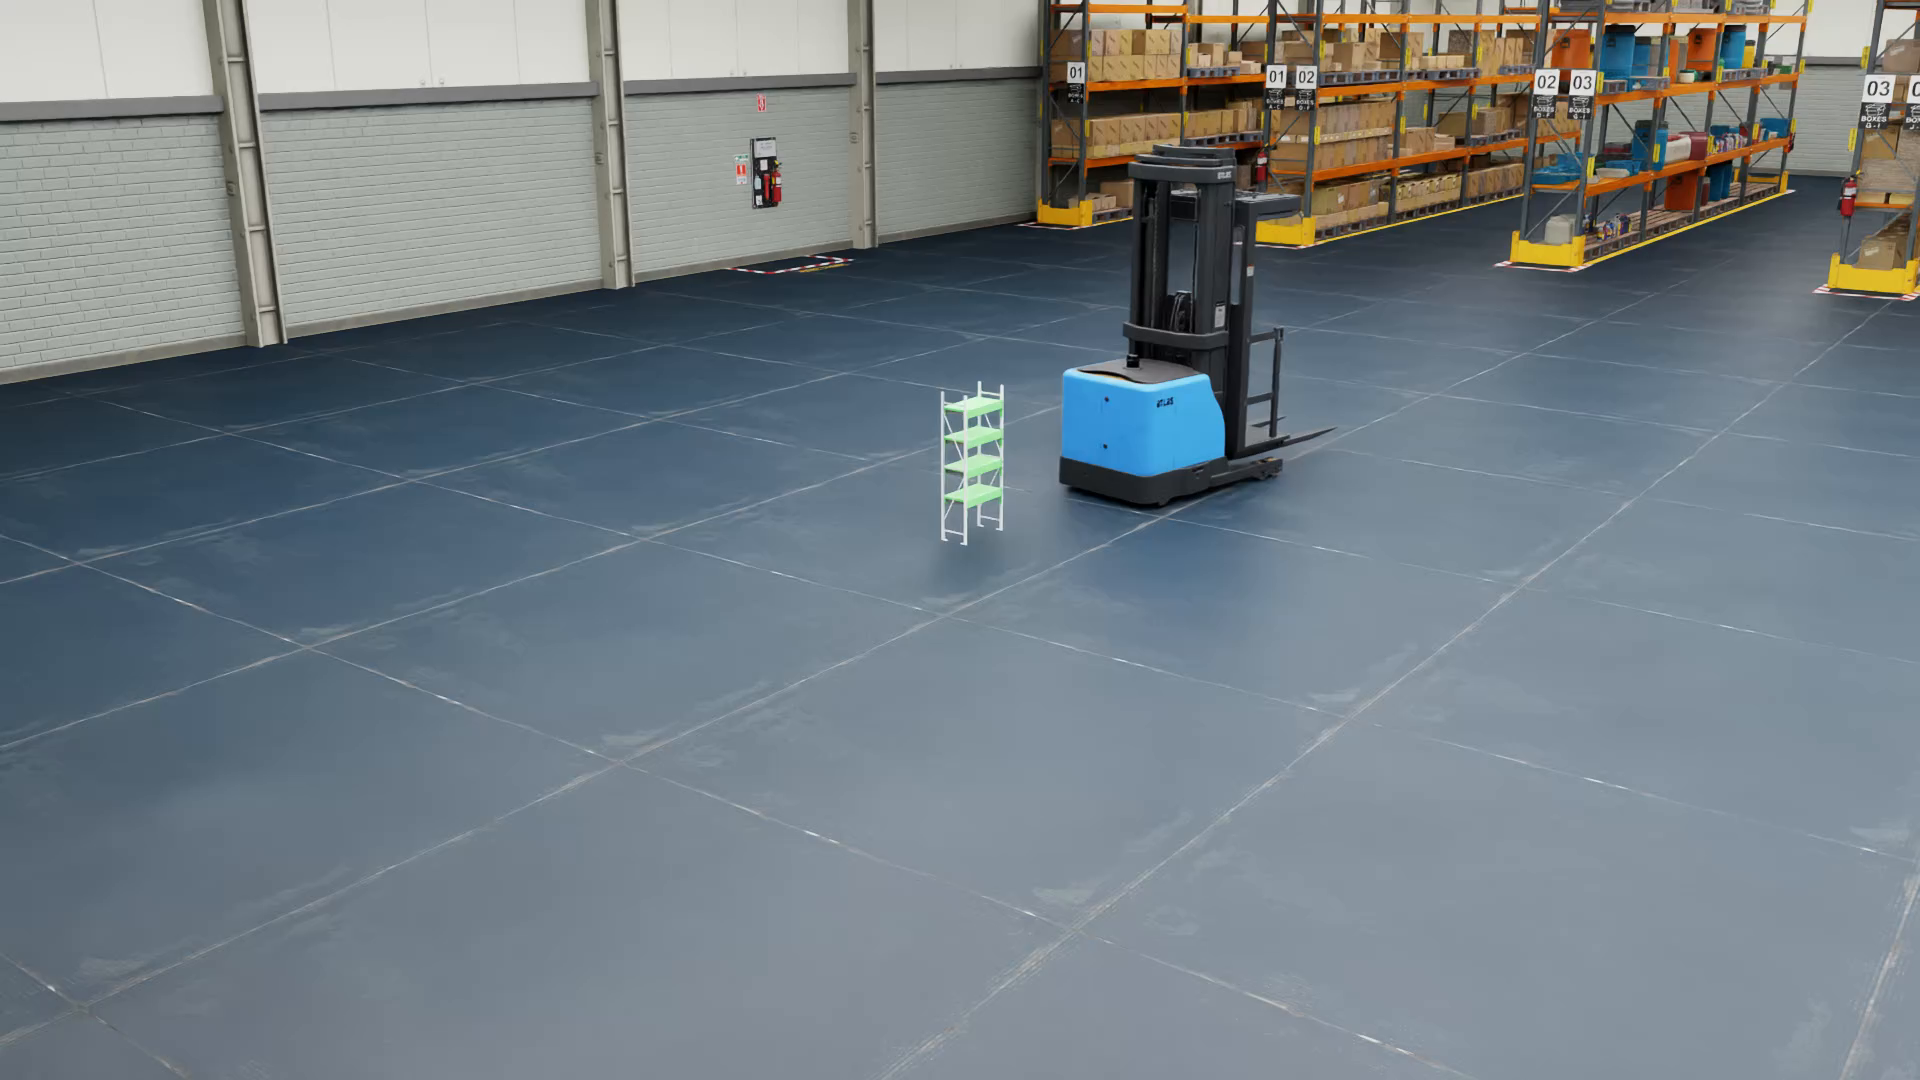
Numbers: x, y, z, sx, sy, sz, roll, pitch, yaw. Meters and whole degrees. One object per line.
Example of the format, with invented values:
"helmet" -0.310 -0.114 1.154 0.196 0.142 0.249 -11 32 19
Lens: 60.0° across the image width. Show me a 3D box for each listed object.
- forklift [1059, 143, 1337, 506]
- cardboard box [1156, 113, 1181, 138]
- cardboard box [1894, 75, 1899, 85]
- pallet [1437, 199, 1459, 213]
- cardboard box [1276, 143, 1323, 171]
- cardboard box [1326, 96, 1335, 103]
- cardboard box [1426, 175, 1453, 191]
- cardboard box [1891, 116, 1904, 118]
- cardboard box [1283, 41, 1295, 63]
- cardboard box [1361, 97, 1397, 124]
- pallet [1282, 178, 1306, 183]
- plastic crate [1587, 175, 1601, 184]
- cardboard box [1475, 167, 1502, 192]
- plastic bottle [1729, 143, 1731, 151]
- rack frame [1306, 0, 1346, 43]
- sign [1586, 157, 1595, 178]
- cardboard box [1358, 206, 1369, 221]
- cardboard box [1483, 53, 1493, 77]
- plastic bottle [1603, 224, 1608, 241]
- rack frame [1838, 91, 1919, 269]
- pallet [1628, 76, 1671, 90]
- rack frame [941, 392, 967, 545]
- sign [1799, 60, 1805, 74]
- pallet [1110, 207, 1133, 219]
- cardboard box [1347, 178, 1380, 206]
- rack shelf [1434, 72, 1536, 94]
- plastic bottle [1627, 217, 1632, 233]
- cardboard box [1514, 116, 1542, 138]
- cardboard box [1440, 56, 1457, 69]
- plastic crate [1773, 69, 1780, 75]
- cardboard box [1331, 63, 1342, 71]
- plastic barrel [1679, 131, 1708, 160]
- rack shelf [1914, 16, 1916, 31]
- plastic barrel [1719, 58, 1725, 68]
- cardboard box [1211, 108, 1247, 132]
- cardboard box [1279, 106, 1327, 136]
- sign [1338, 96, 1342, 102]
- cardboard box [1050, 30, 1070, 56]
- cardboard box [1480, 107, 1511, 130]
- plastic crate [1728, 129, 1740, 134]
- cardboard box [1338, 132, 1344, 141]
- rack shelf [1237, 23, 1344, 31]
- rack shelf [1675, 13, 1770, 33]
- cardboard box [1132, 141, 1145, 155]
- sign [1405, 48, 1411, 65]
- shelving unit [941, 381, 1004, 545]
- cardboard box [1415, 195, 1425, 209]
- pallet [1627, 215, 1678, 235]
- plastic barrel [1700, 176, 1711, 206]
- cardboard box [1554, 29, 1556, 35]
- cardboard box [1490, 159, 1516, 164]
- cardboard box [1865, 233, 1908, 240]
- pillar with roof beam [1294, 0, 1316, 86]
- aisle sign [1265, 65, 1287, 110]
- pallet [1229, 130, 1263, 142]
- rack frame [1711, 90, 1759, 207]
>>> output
"forklift" 2.294 -2.039 14.867 3.031 2.935 1.130 -16 23 -41
"cardboard box" 4.455 -9.000 36.122 0.500 0.500 0.500 12 21 35
"cardboard box" 13.954 -6.965 25.137 0.380 0.149 0.250 12 21 35
"pallet" 10.331 -7.428 36.809 1.003 0.211 1.213 12 21 35
"cardboard box" 6.374 -7.201 31.204 0.700 0.500 0.500 12 21 35
"cardboard box" 9.182 -11.177 42.211 0.500 0.250 0.500 13 22 36
"cardboard box" 10.434 -7.811 36.322 0.500 0.311 0.500 12 21 34
"cardboard box" 15.654 -6.731 27.504 0.500 0.500 0.500 12 21 35
"cardboard box" 7.728 -11.905 40.553 0.700 0.500 0.500 14 22 37
"cardboard box" 11.343 -11.749 45.515 0.980 0.700 0.700 14 22 37
"pallet" 8.130 -8.956 41.727 1.003 0.211 1.213 12 21 35
"plastic crate" 10.853 -6.198 28.589 0.298 0.136 0.250 12 21 35
"cardboard box" 12.270 -8.393 38.686 0.500 0.500 0.500 12 21 33
"plastic bottle" 16.591 -8.508 35.919 0.097 0.201 0.097 0 17 0
"rack frame" 9.255 -13.641 41.998 1.000 3.000 0.127 12 21 35
"sign" 10.501 -6.202 27.689 0.100 0.325 0.005 12 21 35
"cardboard box" 7.776 -6.496 33.032 0.500 0.250 0.500 12 21 35
"cardboard box" 11.389 -10.661 37.289 0.910 0.500 0.500 12 21 35
"plastic bottle" 11.542 -5.508 29.761 0.061 0.283 0.133 13 21 36
"rack frame" 14.039 -5.292 25.229 1.000 3.000 0.127 12 21 35
"pallet" 12.094 -8.274 30.089 1.213 0.211 1.003 12 21 35
"rack frame" -0.047 -0.554 13.006 0.240 1.200 0.015 12 21 35
"sign" 20.046 -11.268 39.589 0.100 0.325 0.005 12 21 35
"pallet" 3.390 -7.081 35.691 1.003 0.211 1.213 12 21 35
"cardboard box" 8.061 -6.976 33.314 0.500 0.500 0.500 12 21 35
"rack shelf" 12.044 -10.515 38.200 1.077 0.370 4.000 12 21 35
"plastic bottle" 12.423 -5.860 30.896 0.061 0.283 0.133 14 22 37
"cardboard box" 13.758 -10.023 40.293 0.500 0.500 0.500 13 22 36
"cardboard box" 10.330 -10.265 35.727 0.500 0.250 0.500 13 22 36
"plastic crate" 18.563 -10.749 38.187 0.437 0.136 0.530 12 21 35
"cardboard box" 6.928 -8.873 31.180 0.380 0.149 0.250 12 21 35
"plastic barrel" 14.795 -7.974 33.634 0.600 0.536 0.708 12 21 35
"rack shelf" 17.614 -9.052 29.107 1.077 0.370 4.000 12 21 35
"plastic barrel" 15.644 -9.844 34.380 0.294 0.245 0.294 0 17 0
"cardboard box" 6.289 -9.830 38.930 0.700 0.500 0.500 10 20 30
"cardboard box" 6.406 -7.833 31.053 0.700 0.500 0.500 13 21 35
"sign" 9.697 -11.198 42.427 0.100 0.325 0.005 12 21 35
"cardboard box" 2.152 -10.035 33.553 0.500 0.500 0.500 14 22 37
"cardboard box" 12.774 -10.077 39.759 0.700 0.500 0.500 5 18 16
"plastic crate" 18.220 -9.541 39.092 0.416 0.233 0.300 12 21 35
"cardboard box" 7.106 -7.703 31.728 0.380 0.149 0.250 12 21 33
"rack shelf" 8.064 -12.631 40.630 1.077 0.370 4.000 12 21 35
"rack shelf" 16.020 -10.880 34.993 1.077 0.370 4.000 12 21 35
"cardboard box" 3.560 -8.283 35.077 0.500 0.250 0.500 13 21 35
"sign" 8.916 -9.616 33.088 0.100 0.325 0.005 12 21 35
"shelving unit" 0.099 -0.612 13.193 0.258 1.200 0.503 12 21 35
"cardboard box" 9.520 -7.182 35.240 0.500 0.250 0.500 12 21 33
"pallet" 13.608 -6.274 33.092 1.003 0.211 1.213 12 21 35
"plastic barrel" 15.779 -7.511 35.729 0.600 0.588 0.708 12 21 35
"cardboard box" 14.200 -12.197 40.549 0.700 0.500 0.500 12 21 35
"cardboard box" 13.347 -9.104 40.976 0.500 0.500 0.500 12 21 35
"cardboard box" 14.754 -4.593 26.484 0.500 0.500 0.500 -13 22 -36
"pillar with roof beam" 12.435 -13.200 40.578 9.100 9.000 0.400 12 21 35
"aisle sign" 5.811 -8.322 30.600 0.394 0.787 0.004 12 21 35
"pallet" 6.533 -9.544 39.241 1.213 0.211 1.003 12 21 35
"rack frame" 17.212 -9.026 37.251 1.000 3.000 0.127 12 21 35
